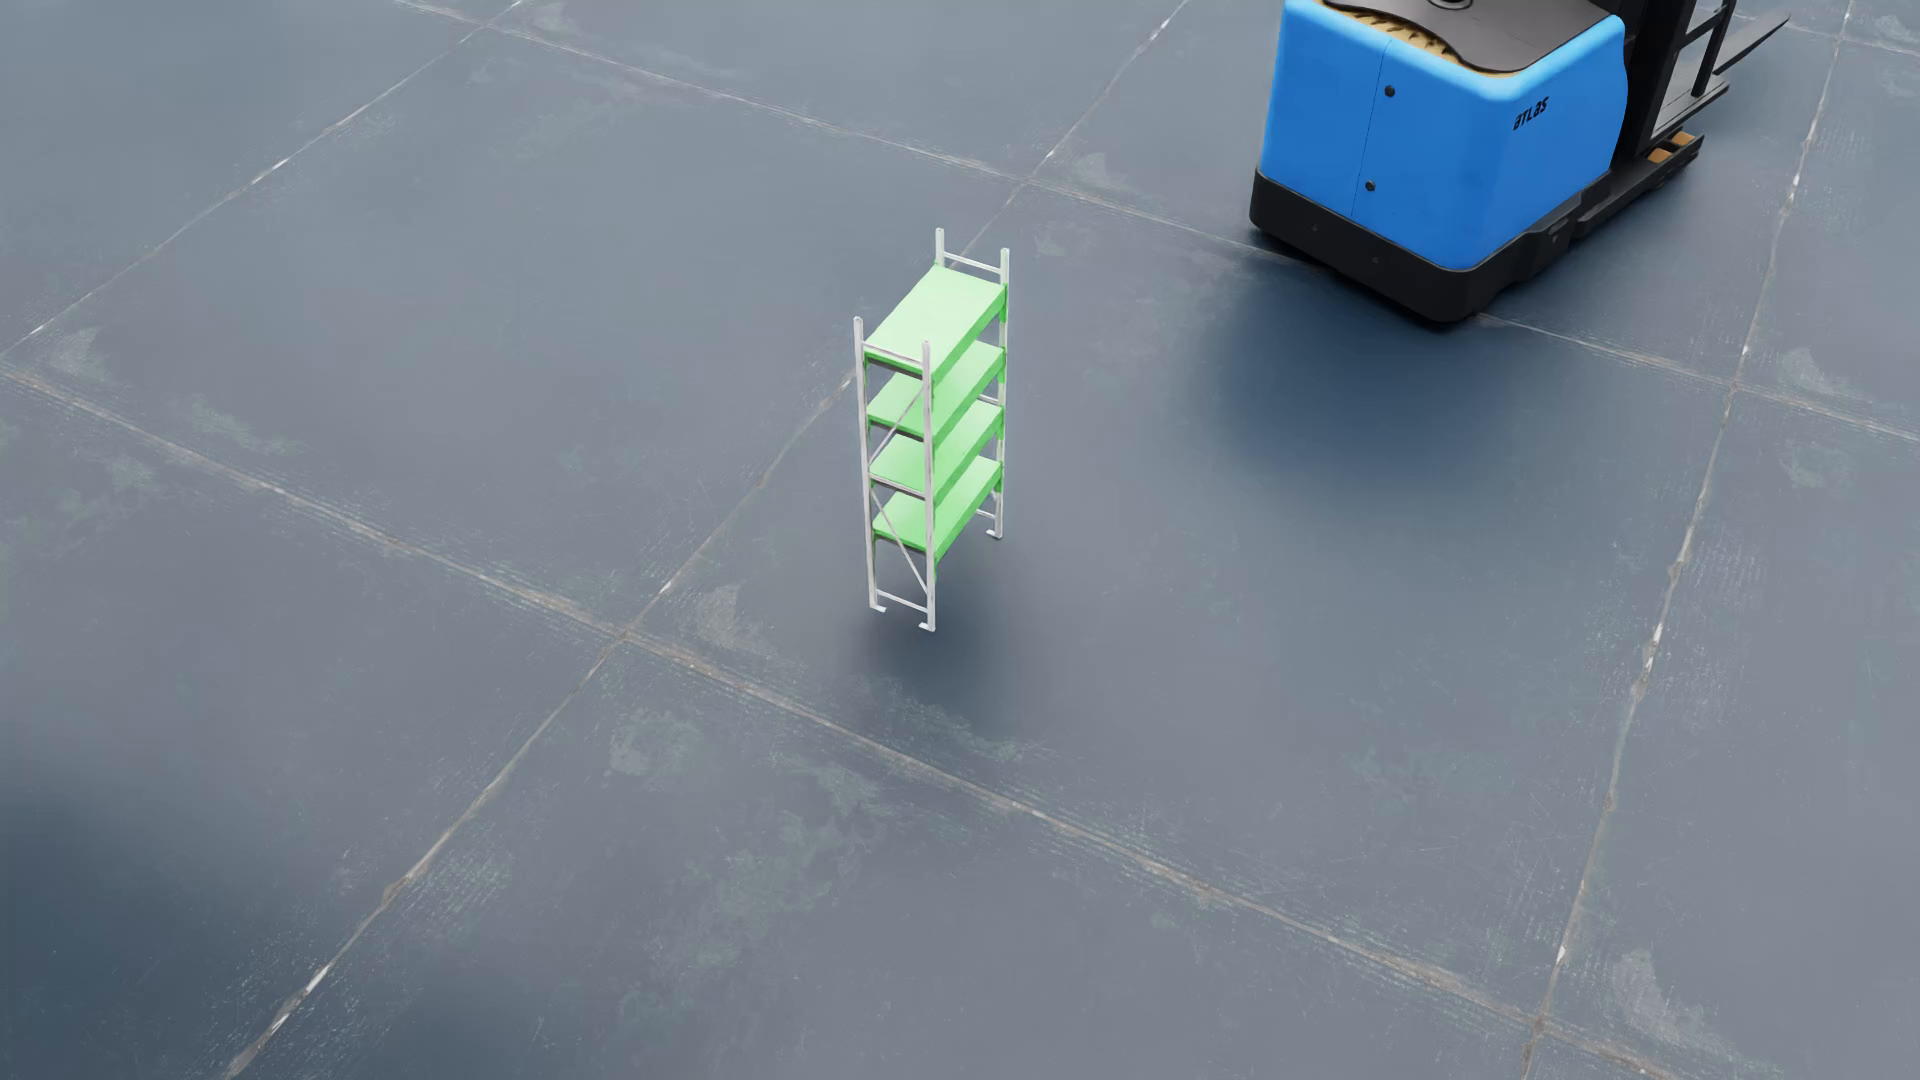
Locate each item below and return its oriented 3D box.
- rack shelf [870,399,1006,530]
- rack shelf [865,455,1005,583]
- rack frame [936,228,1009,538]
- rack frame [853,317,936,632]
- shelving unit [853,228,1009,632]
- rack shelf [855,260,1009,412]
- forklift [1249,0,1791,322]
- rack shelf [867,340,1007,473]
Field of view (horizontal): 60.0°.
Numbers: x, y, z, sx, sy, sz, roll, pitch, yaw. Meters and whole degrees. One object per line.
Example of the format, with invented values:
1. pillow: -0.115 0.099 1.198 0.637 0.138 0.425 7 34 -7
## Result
1. rack shelf: -0.077 -0.273 5.266 0.258 0.148 0.480 20 49 19
2. rack shelf: -0.077 -0.104 5.436 0.258 0.148 0.480 20 49 19
3. rack frame: 0.036 -0.471 5.372 0.240 1.200 0.015 20 49 19
4. rack frame: -0.190 -0.164 5.068 0.240 1.200 0.015 20 49 19
5. shelving unit: -0.077 -0.317 5.220 0.258 1.200 0.503 20 49 19
6. rack shelf: -0.077 -0.610 4.924 0.258 0.148 0.480 20 49 19
7. forklift: 2.629 -2.811 6.467 3.031 2.935 1.130 -34 54 -29
8. rack shelf: -0.077 -0.441 5.095 0.258 0.148 0.480 20 49 19
